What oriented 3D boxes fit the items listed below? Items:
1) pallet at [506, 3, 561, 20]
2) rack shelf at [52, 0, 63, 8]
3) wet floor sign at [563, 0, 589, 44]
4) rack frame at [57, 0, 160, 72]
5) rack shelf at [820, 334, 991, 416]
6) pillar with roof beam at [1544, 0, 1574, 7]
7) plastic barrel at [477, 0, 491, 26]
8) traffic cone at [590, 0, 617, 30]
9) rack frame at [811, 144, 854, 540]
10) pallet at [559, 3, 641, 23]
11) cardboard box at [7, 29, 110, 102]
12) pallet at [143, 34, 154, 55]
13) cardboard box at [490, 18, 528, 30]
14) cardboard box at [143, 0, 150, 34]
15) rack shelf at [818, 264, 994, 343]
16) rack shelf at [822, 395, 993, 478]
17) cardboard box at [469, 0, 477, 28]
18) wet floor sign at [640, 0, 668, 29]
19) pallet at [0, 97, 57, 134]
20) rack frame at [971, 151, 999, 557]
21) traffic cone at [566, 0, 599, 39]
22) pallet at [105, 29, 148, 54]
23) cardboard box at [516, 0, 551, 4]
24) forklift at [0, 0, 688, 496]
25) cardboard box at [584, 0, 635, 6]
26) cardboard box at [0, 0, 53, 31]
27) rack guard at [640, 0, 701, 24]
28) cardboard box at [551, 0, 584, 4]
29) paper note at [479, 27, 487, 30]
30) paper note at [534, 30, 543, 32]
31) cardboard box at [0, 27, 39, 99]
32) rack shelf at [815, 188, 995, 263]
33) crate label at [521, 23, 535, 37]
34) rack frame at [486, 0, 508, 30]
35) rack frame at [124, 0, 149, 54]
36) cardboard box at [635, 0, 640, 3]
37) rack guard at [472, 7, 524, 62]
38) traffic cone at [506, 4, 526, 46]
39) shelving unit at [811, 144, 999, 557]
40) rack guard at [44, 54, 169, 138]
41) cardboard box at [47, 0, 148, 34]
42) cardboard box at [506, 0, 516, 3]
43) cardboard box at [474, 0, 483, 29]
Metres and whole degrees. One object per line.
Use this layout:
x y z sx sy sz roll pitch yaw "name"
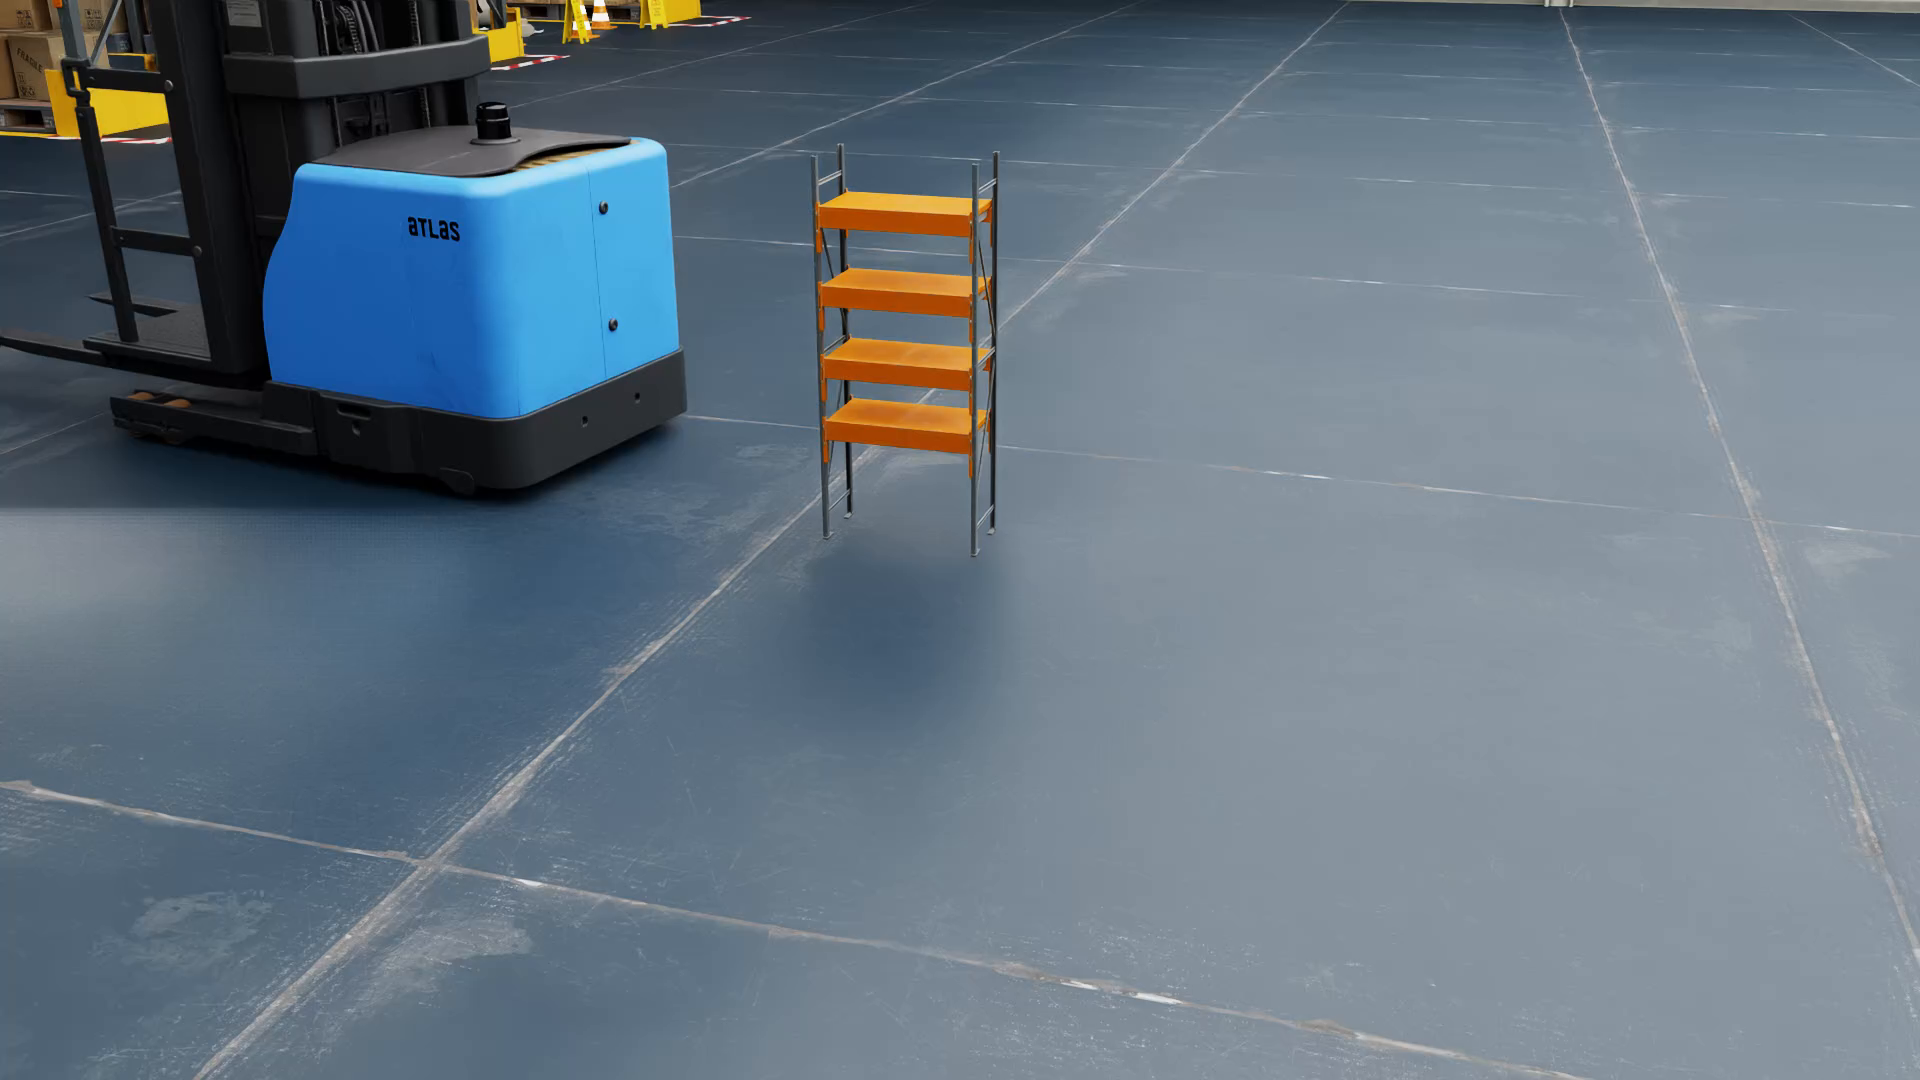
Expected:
-5.769 -7.260 22.691 1.213 0.211 1.003 7 23 16 "pallet"
-8.542 -4.591 13.459 4.000 0.370 1.077 7 23 16 "rack shelf"
-4.498 -6.123 19.347 0.232 0.644 0.267 3 22 6 "wet floor sign"
-6.627 -4.705 12.788 0.127 3.000 1.000 7 23 16 "rack frame"
-0.158 -0.511 5.112 0.480 0.148 0.258 7 23 16 "rack shelf"
7.504 -10.409 18.789 0.400 9.000 9.100 7 23 16 "pillar with roof beam"
-6.179 -6.790 21.265 0.512 0.421 0.421 -14 26 -30 "plastic barrel"
-4.549 -6.710 21.019 0.334 0.463 0.336 7 23 16 "traffic cone"
-0.392 -0.600 5.152 0.015 1.200 0.240 7 23 16 "rack frame"
-4.605 -7.126 22.363 1.213 0.211 1.003 7 23 16 "pallet"
-7.220 -3.817 13.364 0.500 0.500 0.500 11 25 25 "cardboard box"
-8.222 -5.533 18.480 1.213 0.211 1.003 7 23 15 "pallet"
-5.602 -6.396 20.667 0.380 0.149 0.250 -20 29 -39 "cardboard box"
-8.345 -6.051 18.316 0.875 0.875 0.875 7 23 16 "cardboard box"
-0.158 -0.718 5.027 0.480 0.148 0.258 7 23 16 "rack shelf"
-0.158 -0.327 5.187 0.480 0.148 0.258 7 23 16 "rack shelf"
-5.766 -5.758 17.600 0.875 0.875 0.875 7 23 16 "cardboard box"
-3.892 -6.807 21.014 0.232 0.644 0.267 16 27 34 "wet floor sign"
-7.468 -3.525 13.586 1.213 0.211 1.003 7 23 16 "pallet"
0.075 -0.547 5.021 0.015 1.200 0.240 7 23 16 "rack frame"
-4.544 -6.270 19.945 0.334 0.463 0.336 7 23 16 "traffic cone"
-9.688 -5.702 18.892 1.213 0.211 1.003 7 23 16 "pallet"
-5.612 -7.334 22.266 0.500 0.250 0.500 6 23 14 "cardboard box"
-2.585 -1.873 5.975 3.031 2.935 1.130 11 25 24 "forklift"
-4.639 -7.221 21.992 0.500 0.250 0.500 6 23 15 "cardboard box"
-10.470 -6.230 18.918 0.750 0.750 1.050 7 23 15 "cardboard box"
-3.837 -7.157 22.060 0.348 0.500 1.175 7 23 16 "rack guard"
-5.110 -7.278 22.131 0.500 0.250 0.500 7 23 16 "cardboard box"
-6.015 -6.455 20.980 0.142 0.019 0.148 16 27 34 "paper note"
-5.245 -6.312 20.618 0.142 0.019 0.148 -1 22 -3 "paper note"
-7.802 -3.870 13.493 0.500 0.500 0.500 13 26 29 "cardboard box"
-0.158 -0.937 4.937 0.480 0.148 0.258 7 23 16 "rack shelf"
-5.315 -6.183 20.162 0.298 0.136 0.250 -5 23 -12 "crate label"
-5.098 -6.496 17.154 0.127 3.000 1.000 7 23 16 "rack frame"
-8.927 -6.934 18.223 0.127 3.000 1.000 7 23 16 "rack frame"
-4.457 -7.417 22.468 0.500 0.250 0.500 6 23 15 "cardboard box"
-5.075 -5.337 17.622 0.348 0.500 1.175 7 23 16 "rack guard"
-5.196 -5.896 19.035 0.334 0.463 0.336 7 23 16 "traffic cone"
-0.158 -0.573 5.087 0.503 1.200 0.258 7 23 16 "shelving unit"
-6.700 -3.557 13.282 0.348 0.500 1.175 7 23 16 "rack guard"
-9.548 -6.123 18.656 0.750 0.750 1.050 6 23 15 "cardboard box"
-6.084 -7.392 22.408 0.500 0.250 0.500 6 23 15 "cardboard box"
-6.178 -6.423 20.266 0.637 0.503 0.797 -9 24 -21 "cardboard box"
